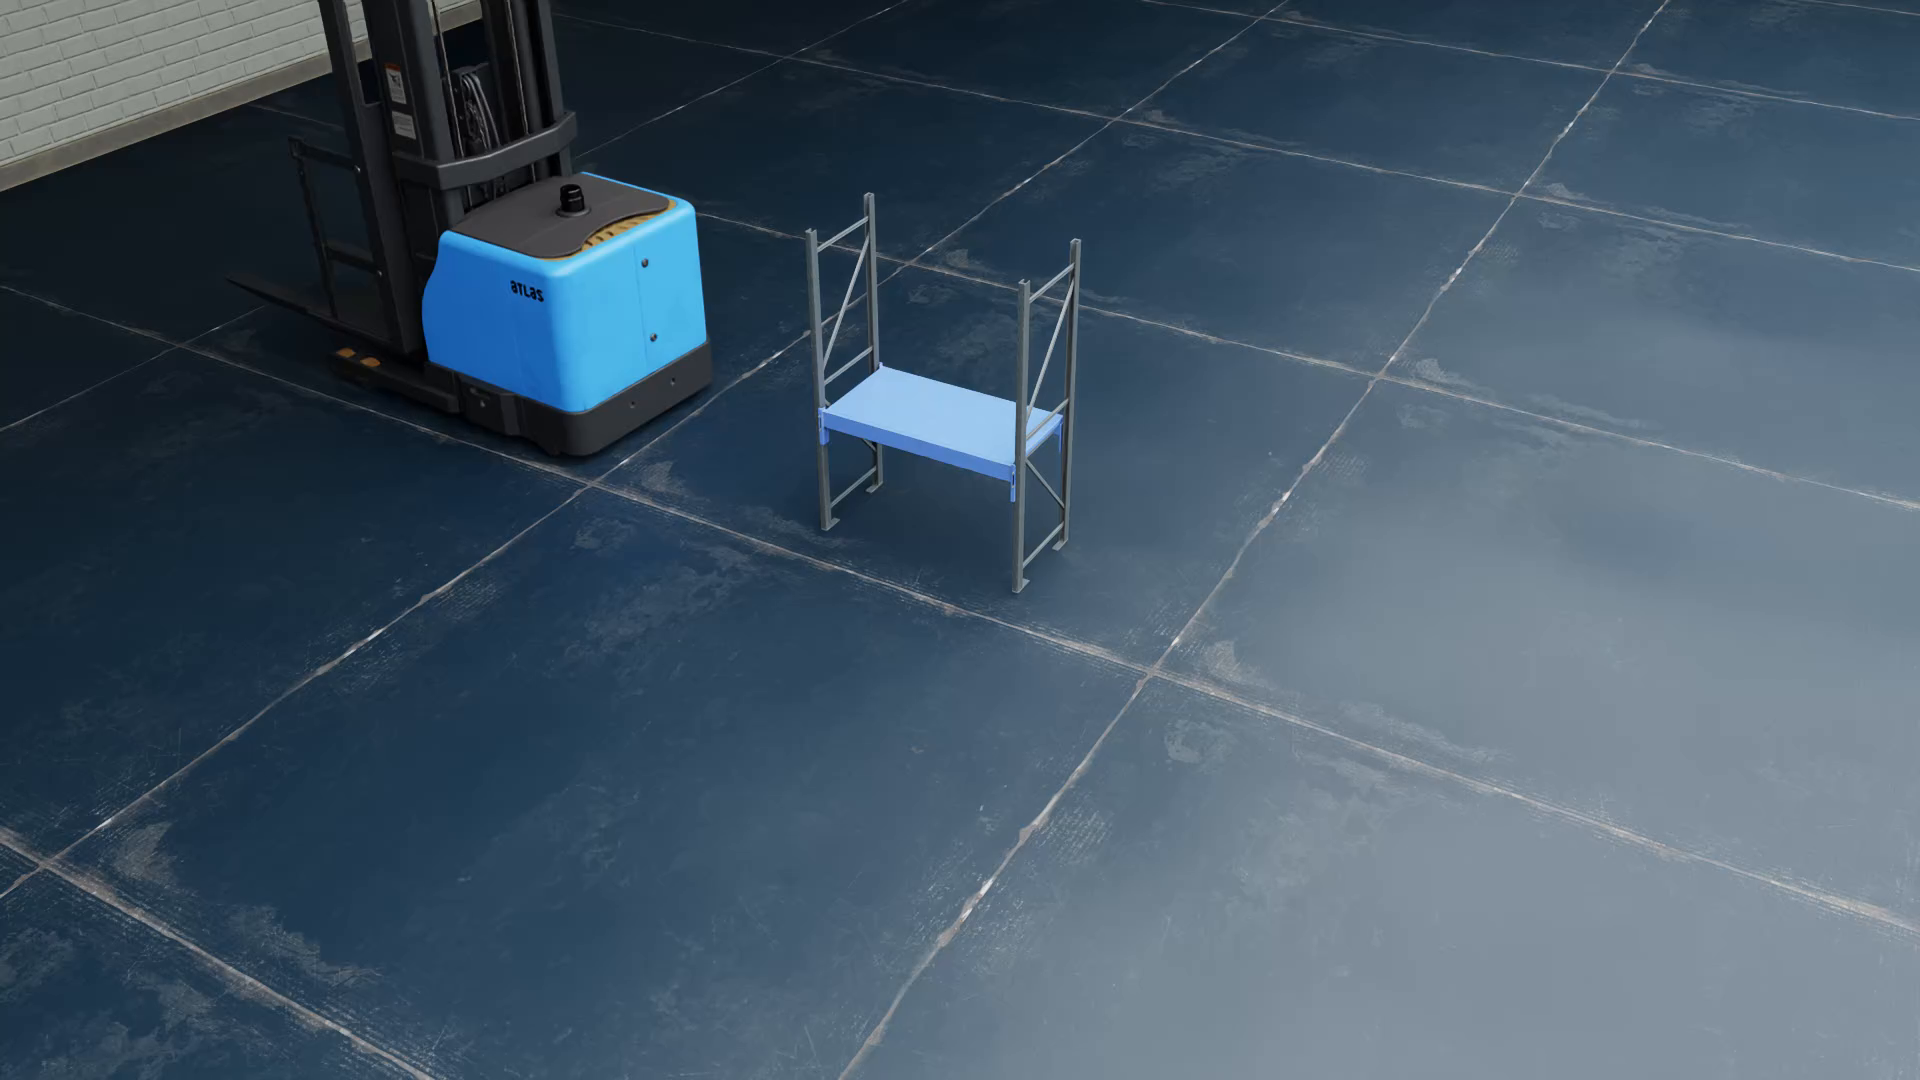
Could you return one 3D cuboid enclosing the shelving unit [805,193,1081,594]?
[{"bbox_3d":[-0.074,-0.648,7.370,1.048,1.500,0.538,18,37,24],"label":"shelving unit"}]

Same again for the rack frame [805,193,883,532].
[{"bbox_3d":[-0.515,-0.788,7.579,0.032,1.500,0.500,18,37,24],"label":"rack frame"}]

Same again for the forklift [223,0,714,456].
[{"bbox_3d":[-2.832,-2.260,8.499,3.031,2.935,1.130,20,39,27],"label":"forklift"}]

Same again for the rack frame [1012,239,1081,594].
[{"bbox_3d":[0.367,-0.508,7.160,0.032,1.500,0.500,18,37,24],"label":"rack frame"}]

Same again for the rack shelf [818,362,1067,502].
[{"bbox_3d":[-0.074,-0.498,7.469,1.000,0.185,0.538,18,37,24],"label":"rack shelf"}]
